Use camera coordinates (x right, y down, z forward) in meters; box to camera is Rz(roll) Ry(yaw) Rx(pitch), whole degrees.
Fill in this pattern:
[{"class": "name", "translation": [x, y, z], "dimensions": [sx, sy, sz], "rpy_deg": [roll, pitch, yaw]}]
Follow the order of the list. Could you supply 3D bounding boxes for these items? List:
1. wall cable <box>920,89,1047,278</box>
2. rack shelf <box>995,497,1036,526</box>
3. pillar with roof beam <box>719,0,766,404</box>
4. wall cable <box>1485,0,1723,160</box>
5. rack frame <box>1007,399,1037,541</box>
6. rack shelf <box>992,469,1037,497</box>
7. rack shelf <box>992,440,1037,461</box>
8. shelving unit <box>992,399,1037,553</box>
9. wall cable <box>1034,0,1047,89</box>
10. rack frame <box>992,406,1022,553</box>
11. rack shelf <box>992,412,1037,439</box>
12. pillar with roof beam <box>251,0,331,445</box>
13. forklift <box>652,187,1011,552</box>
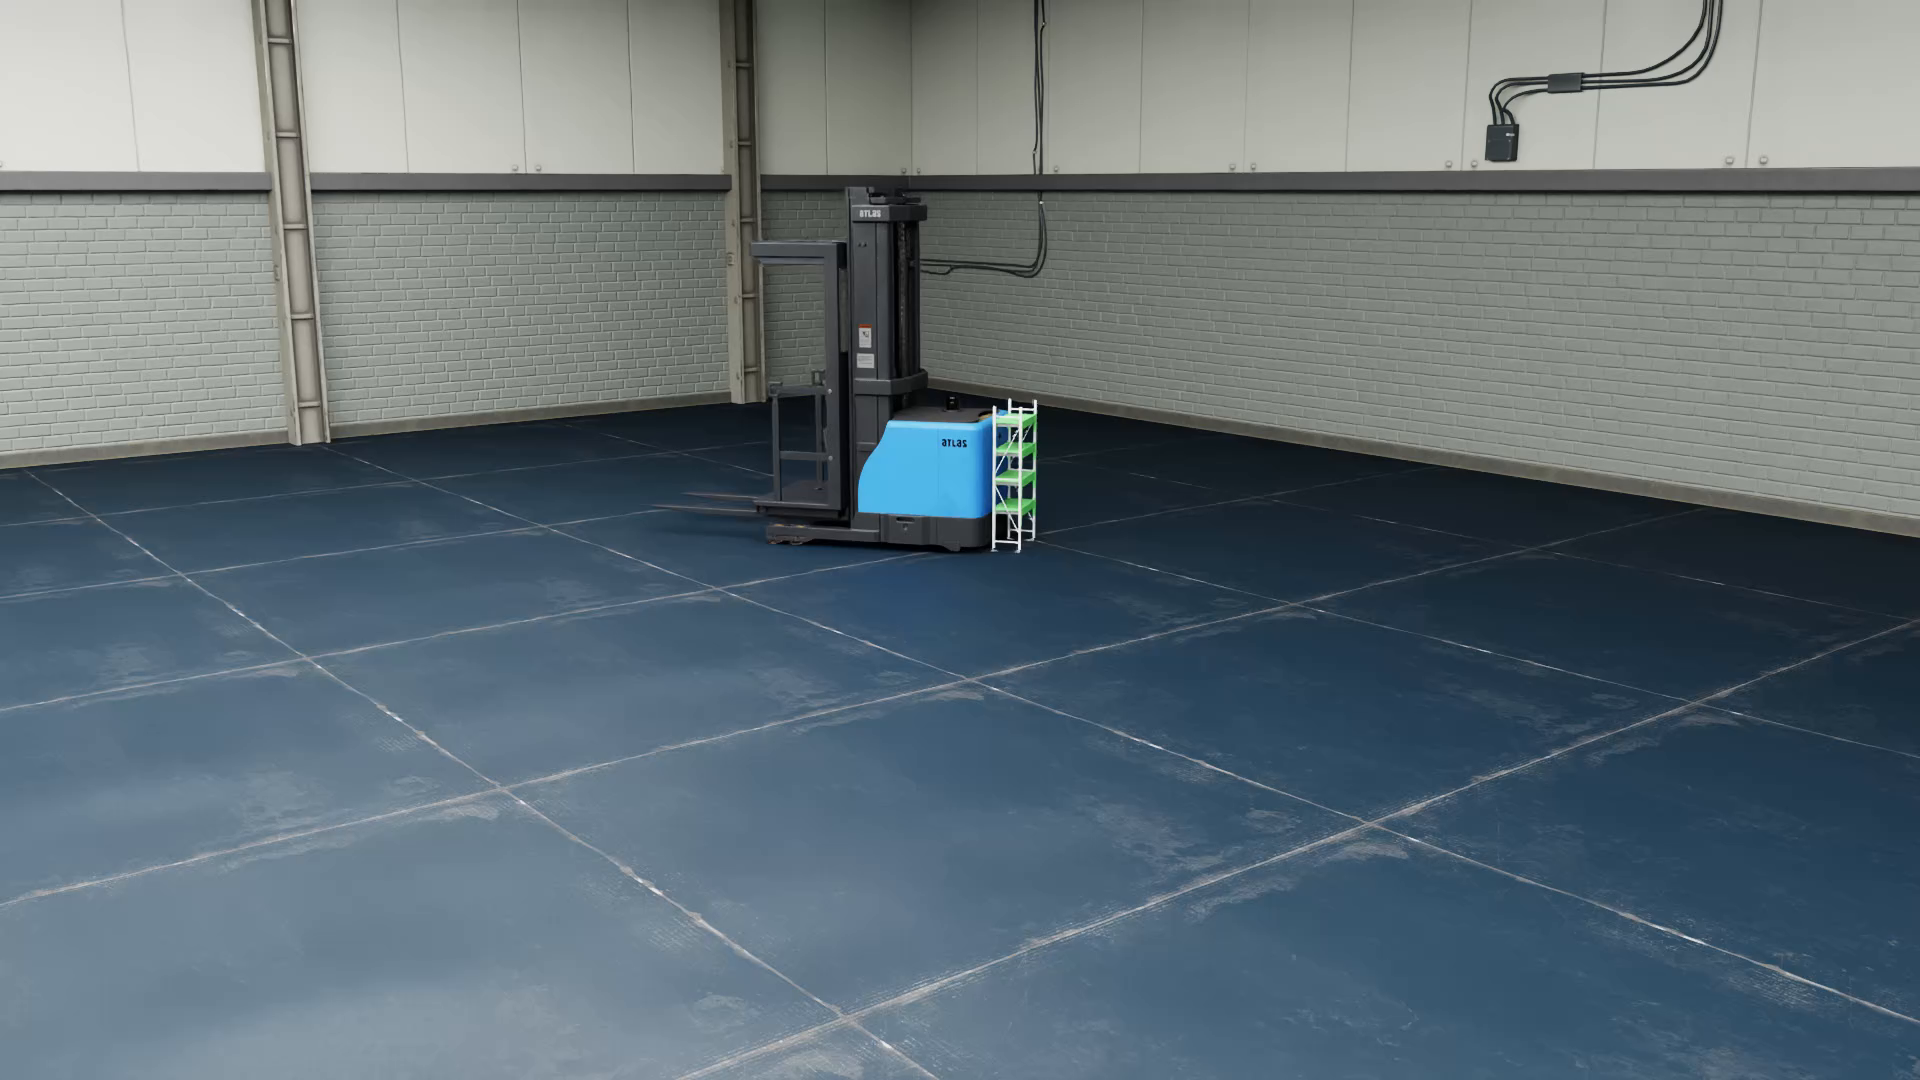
[{"class": "wall cable", "translation": [0.171, -4.978, 23.381], "dimensions": [0.112, 2.526, 3.097], "rpy_deg": [-9, 15, -38]}, {"class": "rack shelf", "translation": [0.451, -0.241, 13.836], "dimensions": [0.258, 0.148, 0.480], "rpy_deg": [4, 13, 16]}, {"class": "pillar with roof beam", "translation": [-0.266, -5.630, 18.980], "dimensions": [0.400, 9.000, 9.100], "rpy_deg": [-9, 15, -38]}, {"class": "wall cable", "translation": [6.090, -6.618, 15.444], "dimensions": [0.169, 6.003, 2.305], "rpy_deg": [-9, 15, -38]}, {"class": "rack frame", "translation": [0.521, -0.587, 14.002], "dimensions": [0.240, 1.200, 0.015], "rpy_deg": [4, 13, 16]}, {"class": "rack shelf", "translation": [0.452, -0.476, 13.786], "dimensions": [0.258, 0.148, 0.480], "rpy_deg": [4, 13, 16]}, {"class": "rack shelf", "translation": [0.453, -0.710, 13.736], "dimensions": [0.258, 0.148, 0.480], "rpy_deg": [4, 13, 16]}, {"class": "shelving unit", "translation": [0.452, -0.538, 13.773], "dimensions": [0.258, 1.200, 0.503], "rpy_deg": [4, 13, 16]}, {"class": "wall cable", "translation": [1.861, -7.009, 20.790], "dimensions": [0.112, 2.526, 3.097], "rpy_deg": [-9, 15, -38]}, {"class": "rack frame", "translation": [0.384, -0.490, 13.544], "dimensions": [0.240, 1.200, 0.015], "rpy_deg": [4, 13, 16]}, {"class": "rack shelf", "translation": [0.453, -0.945, 13.686], "dimensions": [0.258, 0.148, 0.480], "rpy_deg": [4, 13, 16]}, {"class": "pillar with roof beam", "translation": [-4.951, -4.852, 15.313], "dimensions": [0.400, 9.000, 9.100], "rpy_deg": [-9, 15, -38]}, {"class": "forklift", "translation": [-1.132, -1.490, 14.091], "dimensions": [3.031, 2.935, 1.130], "rpy_deg": [3, 12, 16]}]
